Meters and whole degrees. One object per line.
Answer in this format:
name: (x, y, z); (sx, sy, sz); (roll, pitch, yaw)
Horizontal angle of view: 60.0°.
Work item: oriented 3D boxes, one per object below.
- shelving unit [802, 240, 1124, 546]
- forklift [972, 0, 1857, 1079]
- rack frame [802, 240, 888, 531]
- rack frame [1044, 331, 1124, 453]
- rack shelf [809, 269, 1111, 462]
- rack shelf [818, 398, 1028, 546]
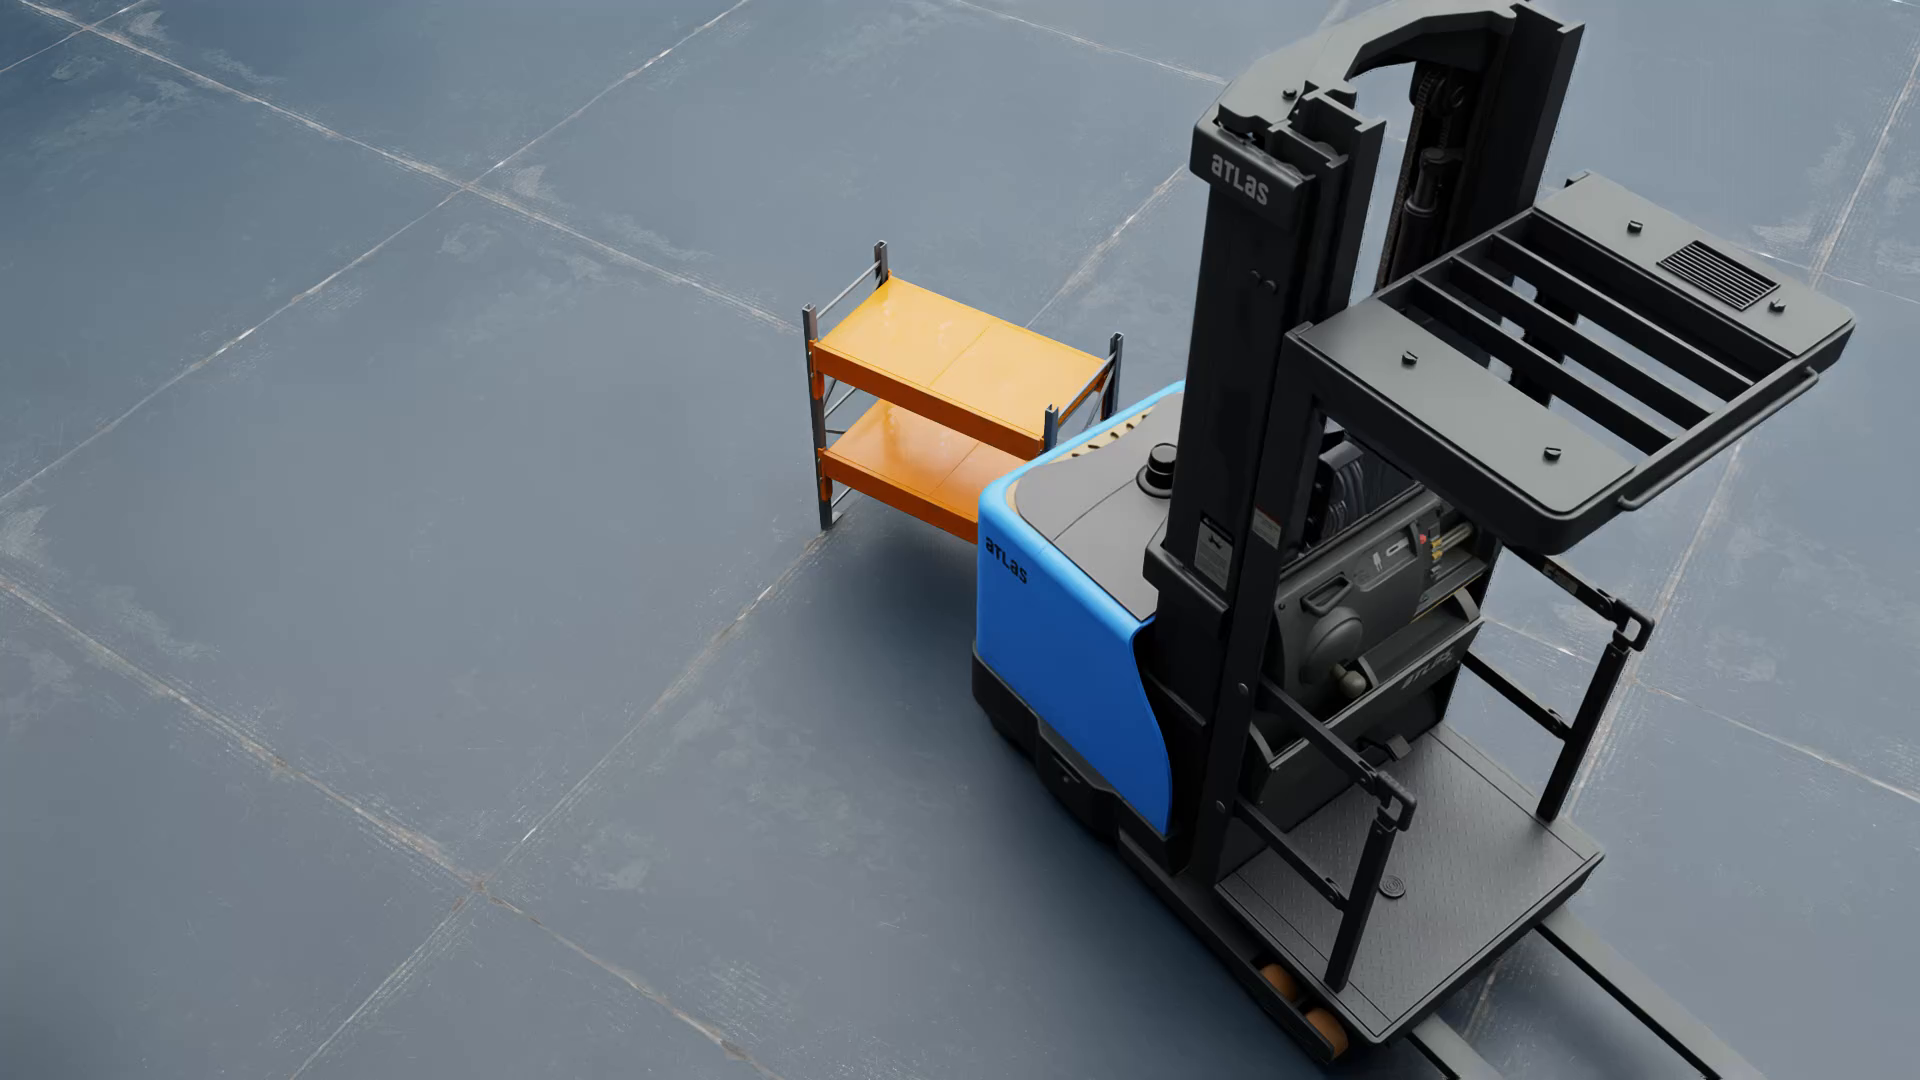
shelving unit: (0.006, -0.389, 6.344); (1.048, 1.125, 0.538); (25, 51, 22)
forklift: (1.343, 0.188, 4.524); (1.130, 2.935, 3.031); (-29, 52, -25)
rack frame: (-0.422, -0.586, 6.535); (0.032, 1.125, 0.500); (25, 51, 22)
rack frame: (0.434, -0.193, 6.153); (0.032, 1.125, 0.500); (25, 51, 22)
rack shelf: (0.006, -0.593, 6.134); (1.000, 0.278, 0.538); (25, 51, 22)
rack shelf: (0.006, -0.219, 6.519); (1.000, 0.278, 0.538); (25, 51, 22)
